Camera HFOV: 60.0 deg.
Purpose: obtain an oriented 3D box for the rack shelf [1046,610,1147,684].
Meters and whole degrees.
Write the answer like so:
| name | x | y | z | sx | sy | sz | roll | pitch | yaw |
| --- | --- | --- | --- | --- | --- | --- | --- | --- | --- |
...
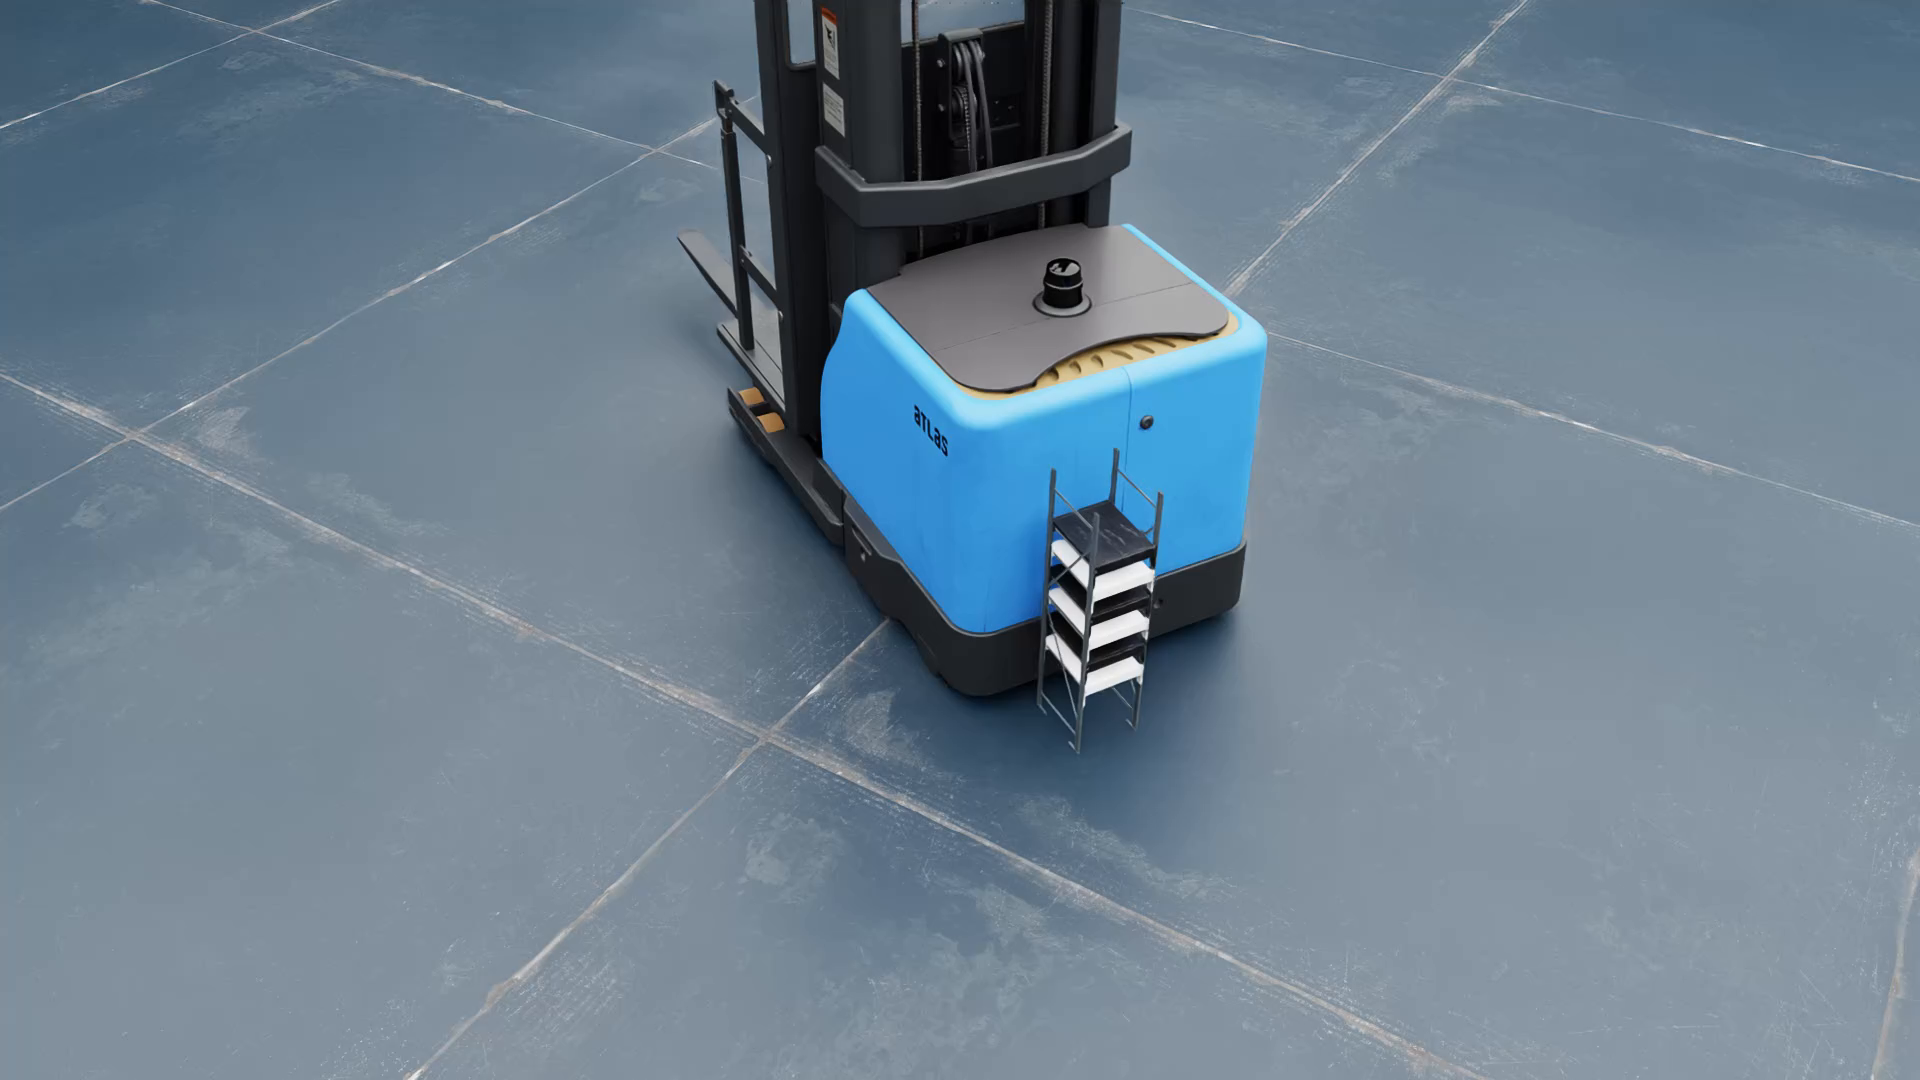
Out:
| name | x | y | z | sx | sy | sz | roll | pitch | yaw |
| --- | --- | --- | --- | --- | --- | --- | --- | --- | --- |
| rack shelf | 0.388 | 0.284 | 4.839 | 0.200 | 0.077 | 0.258 | -18 | 43 | -22 |

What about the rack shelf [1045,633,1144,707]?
| name | x | y | z | sx | sy | sz | roll | pitch | yaw |
| --- | --- | --- | --- | --- | --- | --- | --- | --- | --- |
| rack shelf | 0.386 | 0.354 | 4.896 | 0.200 | 0.077 | 0.258 | -18 | 43 | -22 |

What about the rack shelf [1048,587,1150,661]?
| name | x | y | z | sx | sy | sz | roll | pitch | yaw |
| --- | --- | --- | --- | --- | --- | --- | --- | --- | --- |
| rack shelf | 0.389 | 0.214 | 4.782 | 0.200 | 0.077 | 0.258 | -18 | 43 | -22 |

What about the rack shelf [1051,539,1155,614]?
| name | x | y | z | sx | sy | sz | roll | pitch | yaw |
| --- | --- | --- | --- | --- | --- | --- | --- | --- | --- |
| rack shelf | 0.392 | 0.075 | 4.669 | 0.200 | 0.077 | 0.258 | -18 | 43 | -22 |

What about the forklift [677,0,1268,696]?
| name | x | y | z | sx | sy | sz | roll | pitch | yaw |
| --- | --- | --- | --- | --- | --- | --- | --- | --- | --- |
| forklift | -0.215 | -1.578 | 5.396 | 1.130 | 2.935 | 3.031 | -18 | 41 | -21 |

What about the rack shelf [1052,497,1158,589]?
| name | x | y | z | sx | sy | sz | roll | pitch | yaw |
| --- | --- | --- | --- | --- | --- | --- | --- | --- | --- |
| rack shelf | 0.393 | 0.005 | 4.612 | 0.200 | 0.077 | 0.258 | -18 | 43 | -22 |

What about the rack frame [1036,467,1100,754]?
| name | x | y | z | sx | sy | sz | roll | pitch | yaw |
| --- | --- | --- | --- | --- | --- | --- | --- | --- | --- |
| rack frame | 0.300 | 0.218 | 4.723 | 0.006 | 0.900 | 0.240 | -18 | 43 | -22 |

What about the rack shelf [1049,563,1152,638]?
| name | x | y | z | sx | sy | sz | roll | pitch | yaw |
| --- | --- | --- | --- | --- | --- | --- | --- | --- | --- |
| rack shelf | 0.390 | 0.145 | 4.725 | 0.200 | 0.077 | 0.258 | -18 | 43 | -22 |

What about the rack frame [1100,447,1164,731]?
| name | x | y | z | sx | sy | sz | roll | pitch | yaw |
| --- | --- | --- | --- | --- | --- | --- | --- | --- | --- |
| rack frame | 0.479 | 0.159 | 4.800 | 0.006 | 0.900 | 0.240 | -18 | 43 | -22 |

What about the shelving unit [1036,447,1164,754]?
| name | x | y | z | sx | sy | sz | roll | pitch | yaw |
| --- | --- | --- | --- | --- | --- | --- | --- | --- | --- |
| shelving unit | 0.390 | 0.189 | 4.761 | 0.210 | 0.900 | 0.258 | -18 | 43 | -22 |
